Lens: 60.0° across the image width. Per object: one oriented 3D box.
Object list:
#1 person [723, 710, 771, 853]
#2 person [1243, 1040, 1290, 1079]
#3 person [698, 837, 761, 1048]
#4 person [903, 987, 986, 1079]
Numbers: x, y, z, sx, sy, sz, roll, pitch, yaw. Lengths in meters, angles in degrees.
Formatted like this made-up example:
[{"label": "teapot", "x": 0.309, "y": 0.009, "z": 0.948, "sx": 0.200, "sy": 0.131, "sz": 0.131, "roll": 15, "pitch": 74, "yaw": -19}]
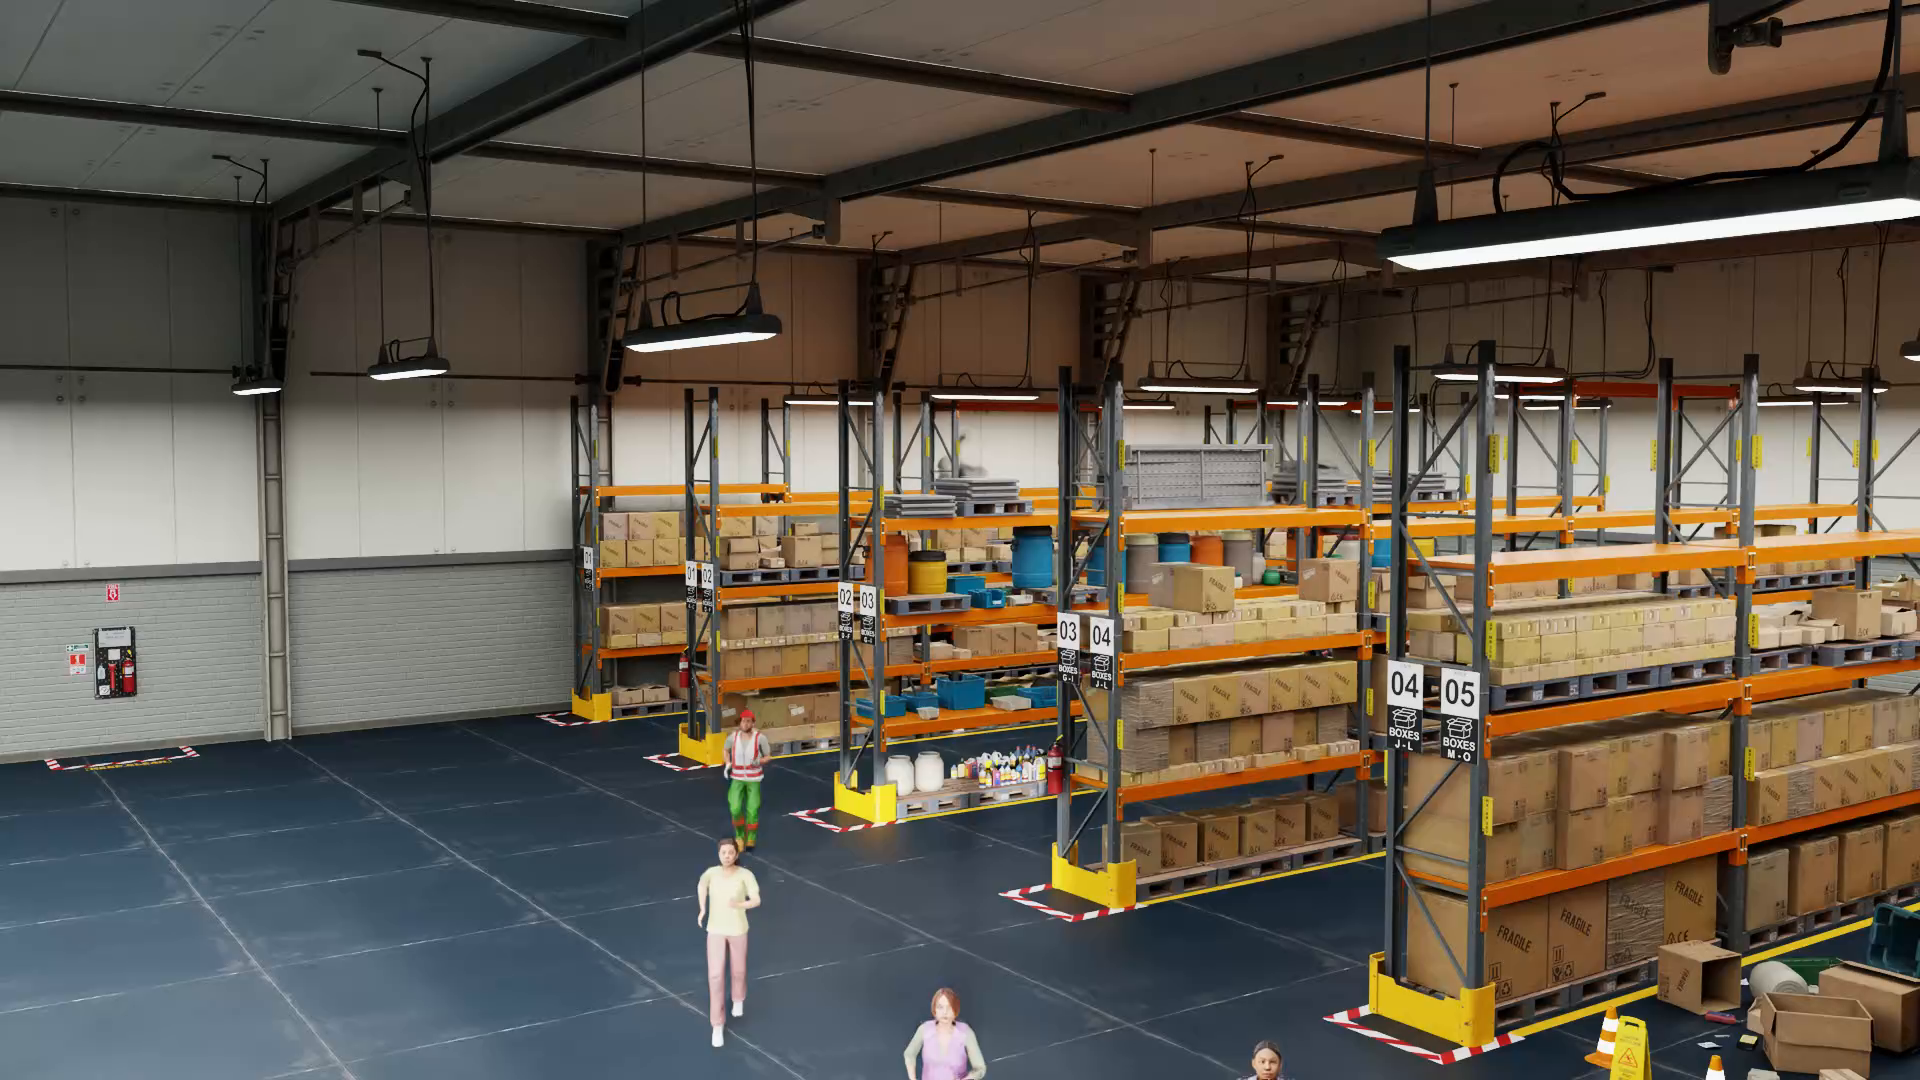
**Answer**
[{"label": "person", "x": -2.685, "y": 3.026, "z": 20.792, "sx": 0.638, "sy": 1.795, "sz": 0.656, "roll": 0, "pitch": 3, "yaw": 0}, {"label": "person", "x": 1.817, "y": 3.776, "z": 9.842, "sx": 0.602, "sy": 1.587, "sz": 0.548, "roll": 1, "pitch": 3, "yaw": 10}, {"label": "person", "x": -2.015, "y": 3.438, "z": 14.501, "sx": 0.560, "sy": 1.701, "sz": 0.875, "roll": 0, "pitch": 3, "yaw": -4}, {"label": "person", "x": -0.103, "y": 3.712, "z": 10.917, "sx": 0.547, "sy": 1.570, "sz": 0.822, "roll": 0, "pitch": 3, "yaw": 1}]
